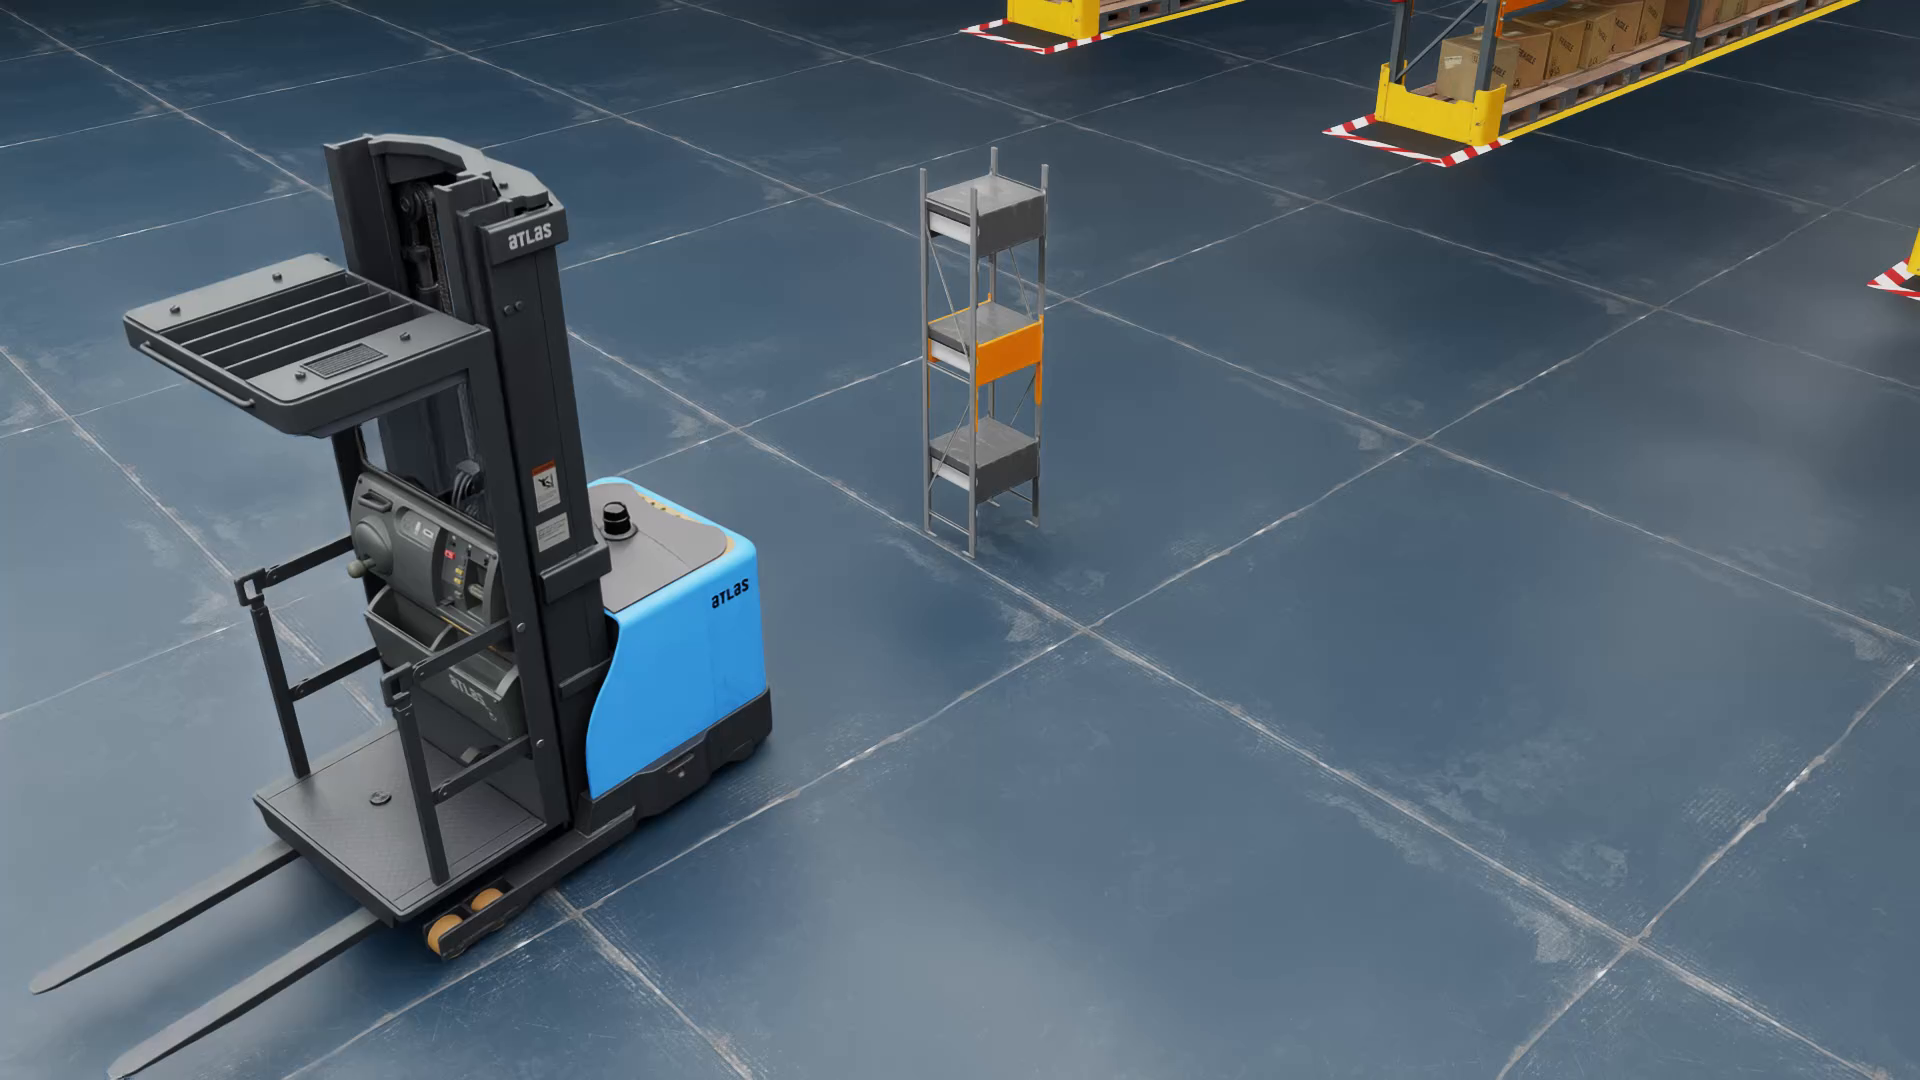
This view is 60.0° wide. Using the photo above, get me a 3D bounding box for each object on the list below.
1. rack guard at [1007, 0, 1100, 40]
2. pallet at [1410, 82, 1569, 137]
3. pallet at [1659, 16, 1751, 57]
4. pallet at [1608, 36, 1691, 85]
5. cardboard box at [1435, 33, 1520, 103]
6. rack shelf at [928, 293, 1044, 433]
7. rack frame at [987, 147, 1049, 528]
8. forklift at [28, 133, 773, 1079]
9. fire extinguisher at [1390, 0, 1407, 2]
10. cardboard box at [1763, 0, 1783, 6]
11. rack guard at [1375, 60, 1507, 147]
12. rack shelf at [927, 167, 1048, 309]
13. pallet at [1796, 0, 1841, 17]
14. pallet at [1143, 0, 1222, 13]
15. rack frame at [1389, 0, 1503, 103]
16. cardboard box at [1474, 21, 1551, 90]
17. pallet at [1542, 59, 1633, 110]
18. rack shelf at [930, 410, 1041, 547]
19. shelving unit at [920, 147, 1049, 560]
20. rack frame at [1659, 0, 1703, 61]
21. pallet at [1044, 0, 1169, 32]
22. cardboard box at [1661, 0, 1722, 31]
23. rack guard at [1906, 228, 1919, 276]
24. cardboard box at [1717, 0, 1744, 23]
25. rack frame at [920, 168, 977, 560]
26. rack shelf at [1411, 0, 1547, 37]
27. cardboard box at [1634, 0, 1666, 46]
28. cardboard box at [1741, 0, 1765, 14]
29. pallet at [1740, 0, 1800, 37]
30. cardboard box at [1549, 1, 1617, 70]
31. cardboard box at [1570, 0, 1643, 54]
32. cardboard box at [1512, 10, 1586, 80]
[{"bbox_3d":[1.035,-5.966,18.527,0.348,0.500,1.175,-26,40,-35],"label":"rack guard"},{"bbox_3d":[5.054,-4.205,15.924,1.213,0.211,1.003,-26,40,-35],"label":"pallet"},{"bbox_3d":[7.882,-5.599,18.203,1.213,0.211,1.003,-26,40,-35],"label":"pallet"},{"bbox_3d":[6.843,-5.070,17.339,1.213,0.211,1.003,-26,40,-35],"label":"pallet"},{"bbox_3d":[4.848,-4.420,15.597,0.500,0.500,0.500,-18,36,-27],"label":"cardboard box"},{"bbox_3d":[0.121,-0.943,8.805,0.480,0.518,0.431,-26,40,-35],"label":"rack shelf"},{"bbox_3d":[0.300,-1.041,8.940,0.015,2.100,0.400,-26,40,-35],"label":"rack frame"},{"bbox_3d":[-2.204,0.098,6.280,1.130,2.935,3.031,24,39,34],"label":"forklift"},{"bbox_3d":[3.981,-5.195,14.945,0.183,0.674,0.296,-26,40,-35],"label":"fire extinguisher"},{"bbox_3d":[8.958,-6.401,18.817,0.500,0.500,0.700,-22,38,-32],"label":"cardboard box"},{"bbox_3d":[4.434,-4.053,15.399,0.348,0.500,1.175,-26,40,-35],"label":"rack guard"},{"bbox_3d":[0.121,-1.540,8.440,0.480,0.518,0.431,-26,40,-35],"label":"rack shelf"},{"bbox_3d":[9.671,-6.464,19.619,1.213,0.211,1.003,-26,40,-35],"label":"pallet"},{"bbox_3d":[2.528,-6.559,19.775,1.213,0.211,1.003,-26,40,-35],"label":"pallet"},{"bbox_3d":[4.379,-5.093,14.703,0.127,3.000,1.000,-26,40,-35],"label":"rack frame"},{"bbox_3d":[5.263,-4.646,15.966,0.500,0.500,0.500,-15,35,-23],"label":"cardboard box"},{"bbox_3d":[5.948,-4.635,16.628,1.213,0.211,1.003,-26,40,-35],"label":"pallet"},{"bbox_3d":[0.121,-0.346,9.171,0.480,0.518,0.431,-26,40,-35],"label":"rack shelf"},{"bbox_3d":[0.121,-0.955,8.798,0.503,2.100,0.431,-26,40,-35],"label":"shelving unit"},{"bbox_3d":[7.312,-6.511,17.023,0.127,3.000,1.000,-26,40,-35],"label":"rack frame"},{"bbox_3d":[1.634,-6.129,19.070,1.213,0.211,1.003,-26,40,-35],"label":"pallet"},{"bbox_3d":[7.777,-5.842,17.903,0.700,0.500,0.500,26,40,35],"label":"cardboard box"},{"bbox_3d":[7.659,-2.084,12.180,0.348,0.500,1.175,-26,40,-35],"label":"rack guard"},{"bbox_3d":[8.139,-6.004,18.168,0.500,0.500,0.700,-26,40,-36],"label":"cardboard box"},{"bbox_3d":[-0.058,-0.868,8.657,0.015,2.100,0.400,-26,40,-35],"label":"rack frame"},{"bbox_3d":[5.845,-5.495,16.051,4.000,0.370,1.077,-26,40,-35],"label":"rack shelf"},{"bbox_3d":[6.991,-5.498,17.359,0.500,0.500,0.500,-27,41,-37],"label":"cardboard box"},{"bbox_3d":[8.549,-6.203,18.493,0.700,0.500,0.500,25,40,35],"label":"cardboard box"},{"bbox_3d":[8.777,-6.033,18.915,1.213,0.211,1.003,-26,40,-35],"label":"pallet"},{"bbox_3d":[6.175,-5.041,16.613,0.500,0.500,0.500,25,39,35],"label":"cardboard box"},{"bbox_3d":[6.576,-5.292,17.022,0.500,0.500,0.500,-13,34,-21],"label":"cardboard box"},{"bbox_3d":[5.735,-4.860,16.317,0.500,0.500,0.500,-22,38,-31],"label":"cardboard box"}]
